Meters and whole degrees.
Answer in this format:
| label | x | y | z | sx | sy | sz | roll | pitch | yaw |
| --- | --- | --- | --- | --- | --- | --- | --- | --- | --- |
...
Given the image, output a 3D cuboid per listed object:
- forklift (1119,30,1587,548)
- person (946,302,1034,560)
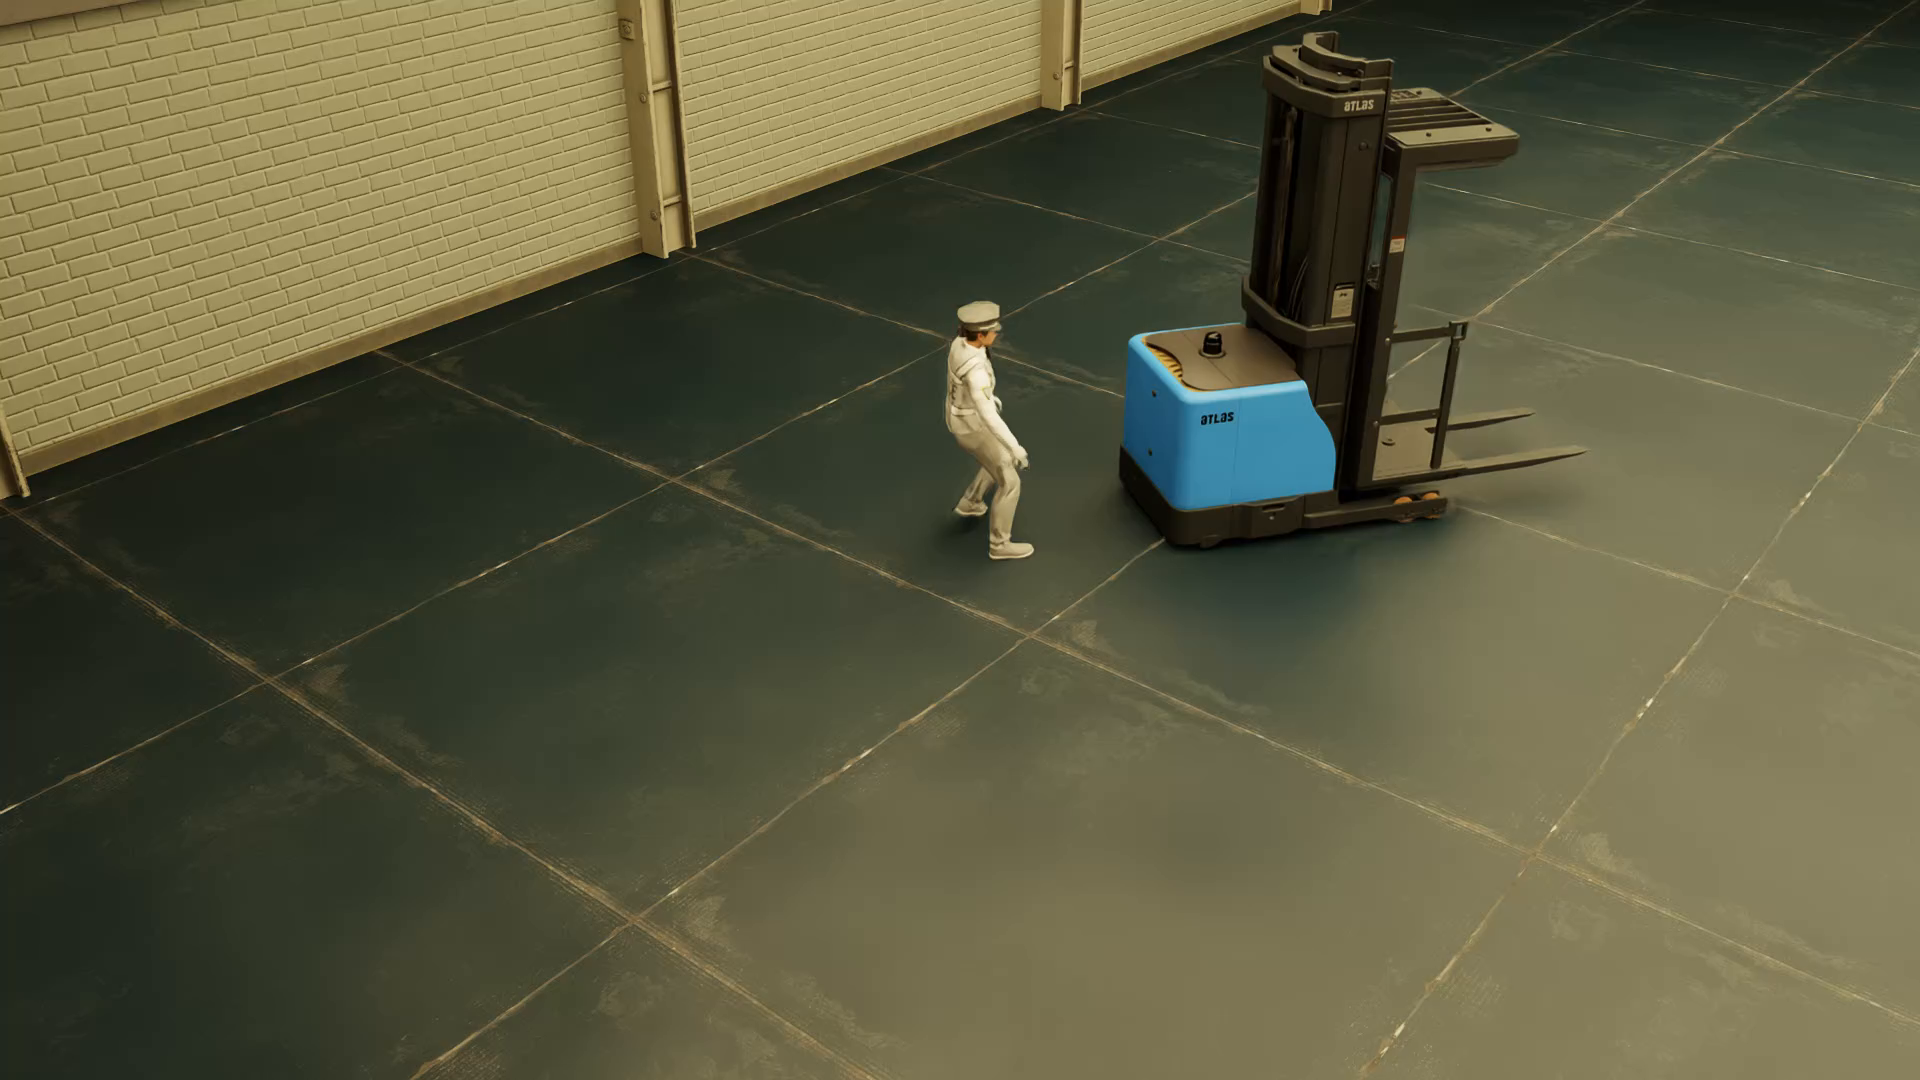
| label | x | y | z | sx | sy | sz | roll | pitch | yaw |
| --- | --- | --- | --- | --- | --- | --- | --- | --- | --- |
| forklift | 2.634 | -1.622 | 10.370 | 3.031 | 2.935 | 1.130 | -8 | 31 | -14 |
| person | 0.177 | -0.701 | 10.134 | 0.498 | 1.569 | 0.687 | -4 | 31 | -7 |
